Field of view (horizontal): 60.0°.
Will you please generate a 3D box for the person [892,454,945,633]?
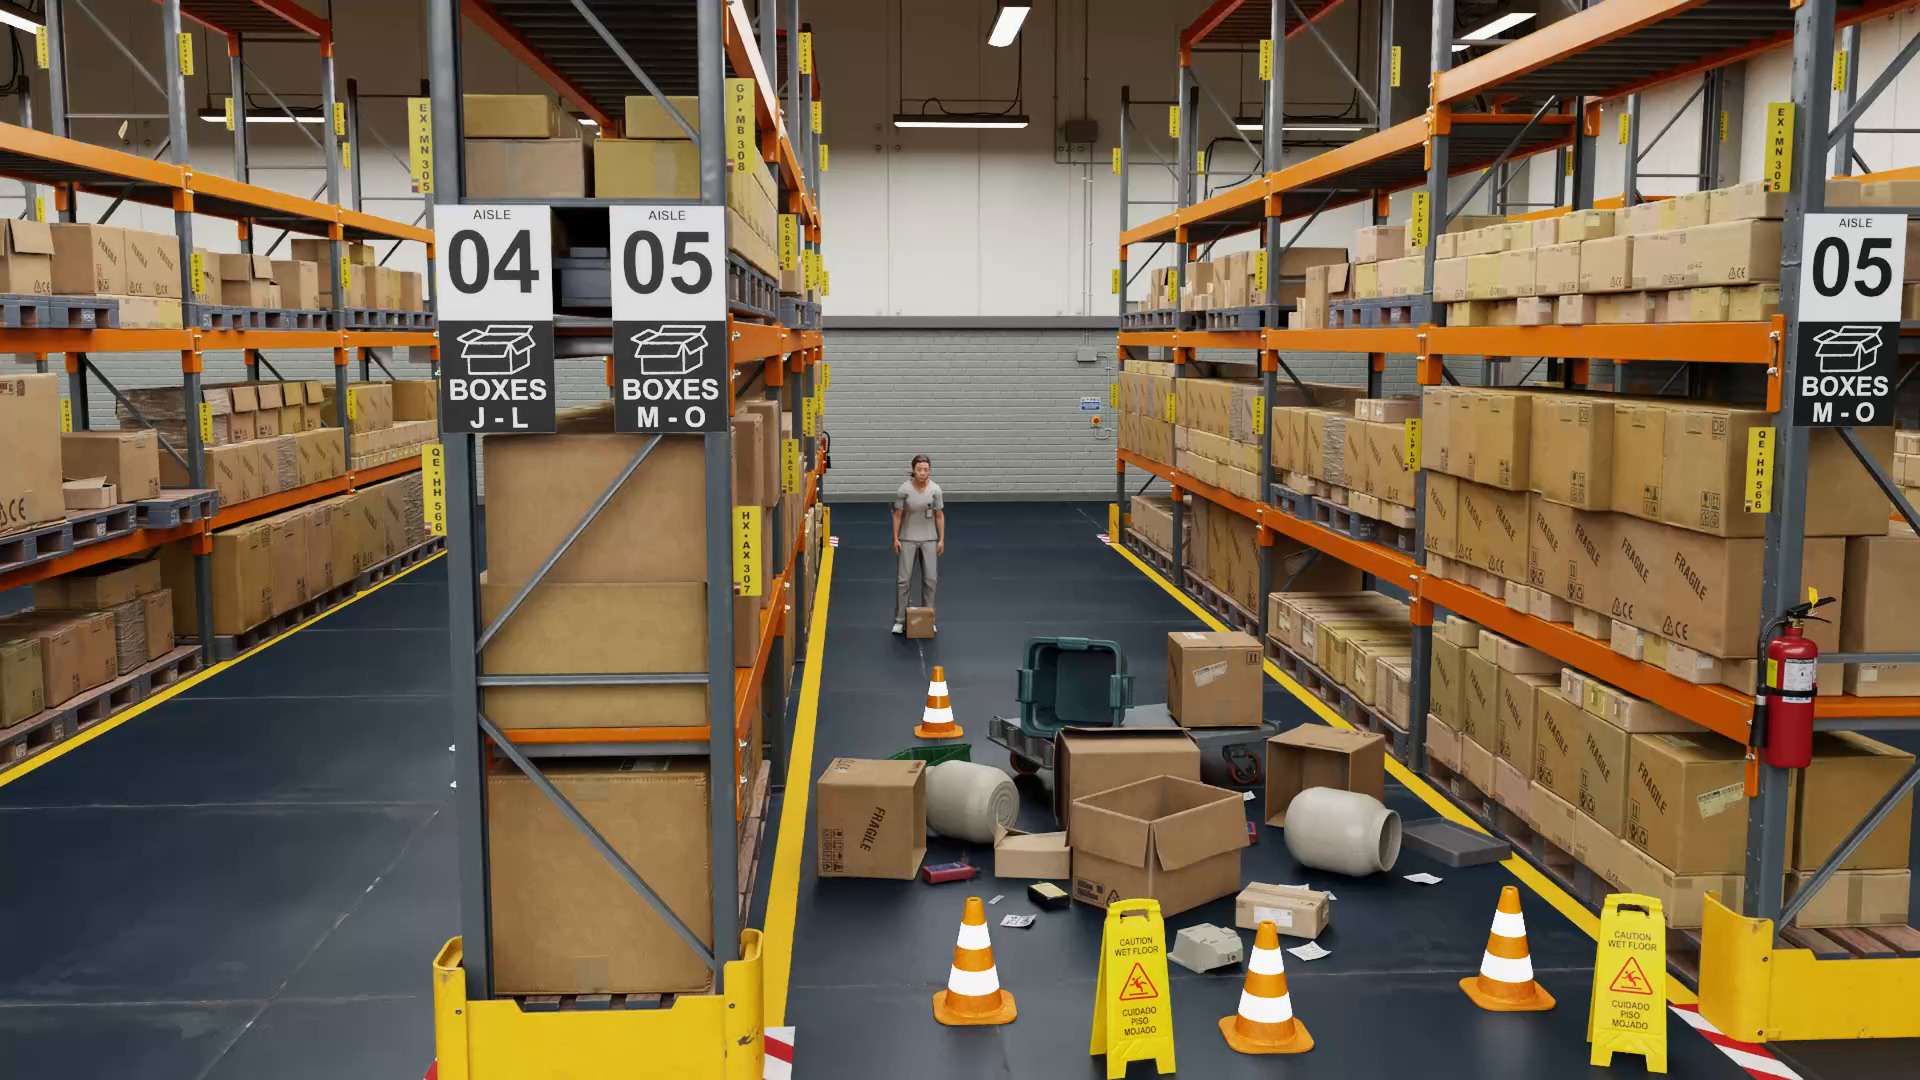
[{"bbox_3d":[-0.394,0.027,15.536,0.512,1.671,0.364,-1,7,-7],"label":"person"}]
